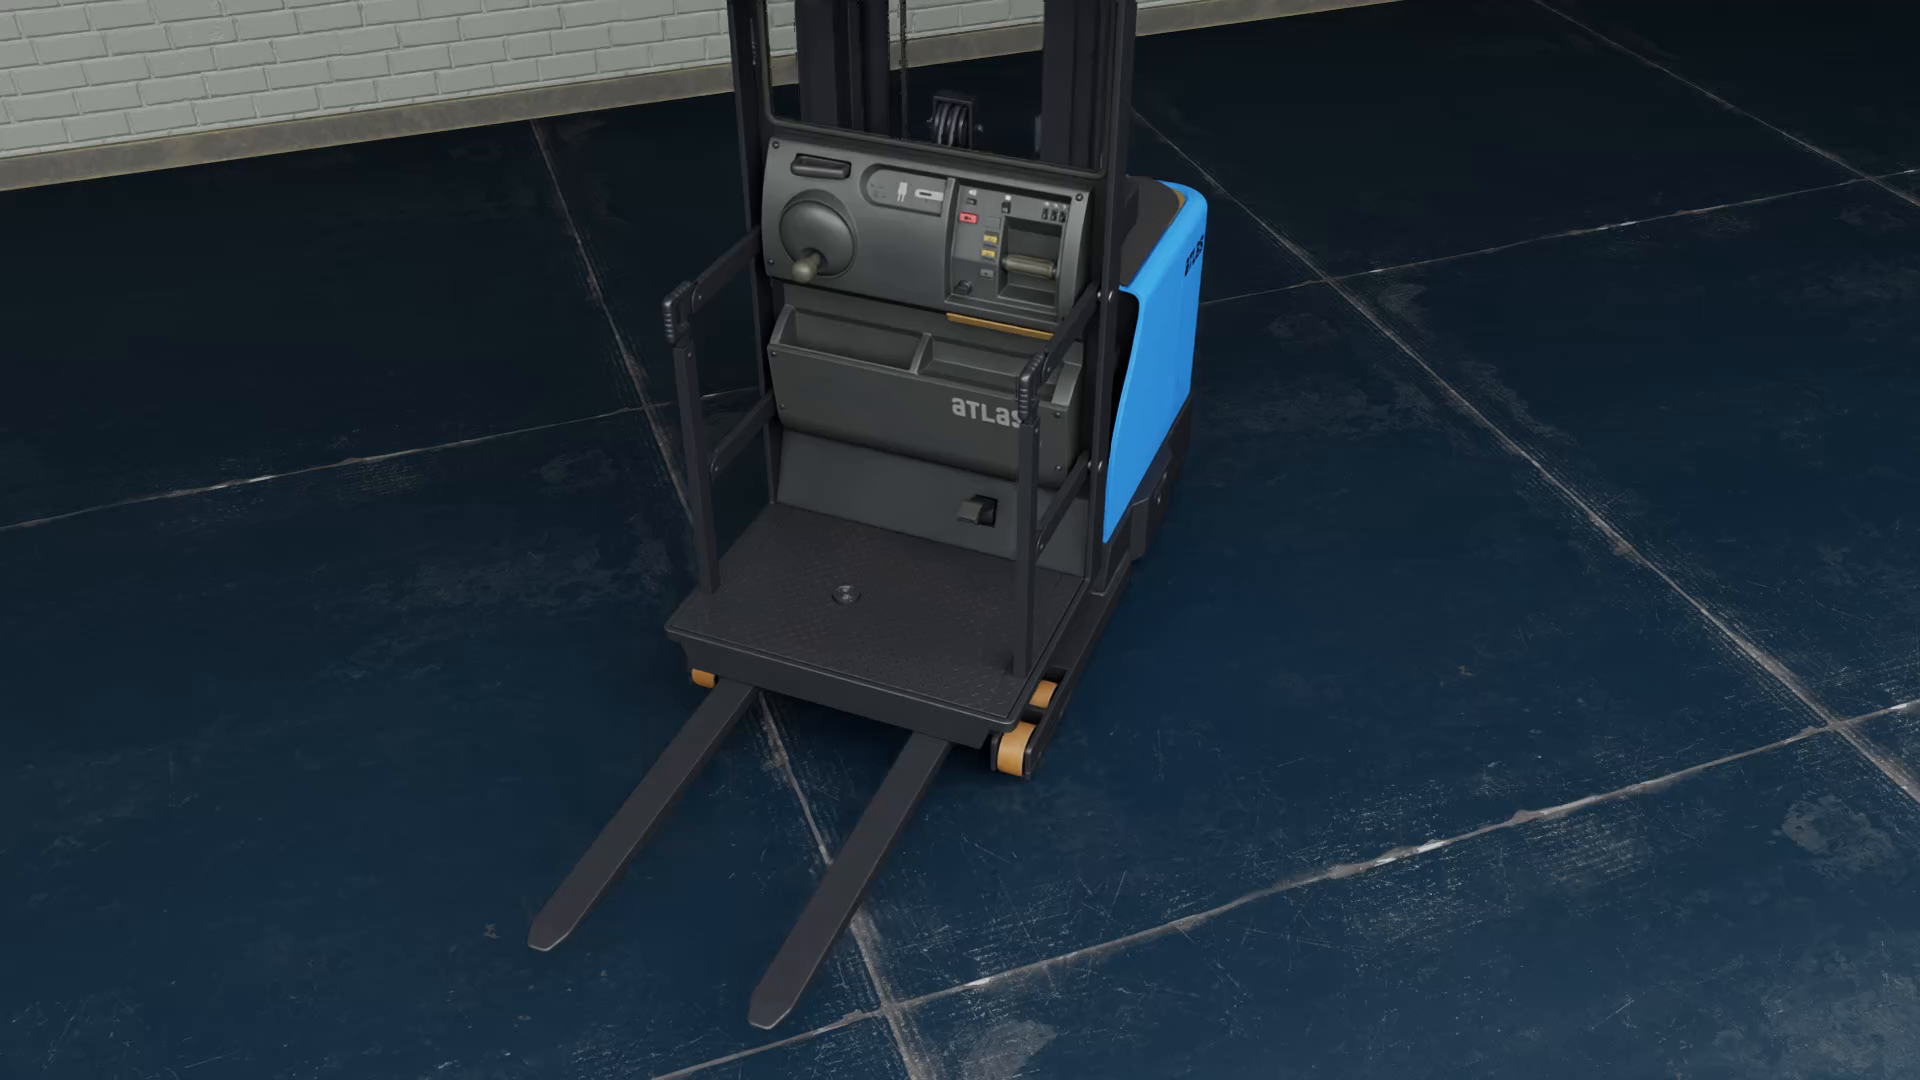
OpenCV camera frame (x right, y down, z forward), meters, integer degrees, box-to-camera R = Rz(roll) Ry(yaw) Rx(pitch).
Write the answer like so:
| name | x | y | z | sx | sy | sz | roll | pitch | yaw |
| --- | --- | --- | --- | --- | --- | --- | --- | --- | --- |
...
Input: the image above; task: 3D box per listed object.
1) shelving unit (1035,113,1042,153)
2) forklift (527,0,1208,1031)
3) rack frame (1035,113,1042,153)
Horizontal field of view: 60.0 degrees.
| name | x | y | z | sx | sy | sz | roll | pitch | yaw |
| --- | --- | --- | --- | --- | --- | --- | --- | --- | --- |
| shelving unit | 0.404 | -0.997 | 6.072 | 0.258 | 1.200 | 0.189 | 14 | 38 | 18 |
| forklift | -0.185 | -0.773 | 4.340 | 1.130 | 2.935 | 3.031 | 14 | 39 | 17 |
| rack frame | 0.369 | -0.948 | 6.004 | 0.240 | 1.200 | 0.006 | 14 | 38 | 18 |
